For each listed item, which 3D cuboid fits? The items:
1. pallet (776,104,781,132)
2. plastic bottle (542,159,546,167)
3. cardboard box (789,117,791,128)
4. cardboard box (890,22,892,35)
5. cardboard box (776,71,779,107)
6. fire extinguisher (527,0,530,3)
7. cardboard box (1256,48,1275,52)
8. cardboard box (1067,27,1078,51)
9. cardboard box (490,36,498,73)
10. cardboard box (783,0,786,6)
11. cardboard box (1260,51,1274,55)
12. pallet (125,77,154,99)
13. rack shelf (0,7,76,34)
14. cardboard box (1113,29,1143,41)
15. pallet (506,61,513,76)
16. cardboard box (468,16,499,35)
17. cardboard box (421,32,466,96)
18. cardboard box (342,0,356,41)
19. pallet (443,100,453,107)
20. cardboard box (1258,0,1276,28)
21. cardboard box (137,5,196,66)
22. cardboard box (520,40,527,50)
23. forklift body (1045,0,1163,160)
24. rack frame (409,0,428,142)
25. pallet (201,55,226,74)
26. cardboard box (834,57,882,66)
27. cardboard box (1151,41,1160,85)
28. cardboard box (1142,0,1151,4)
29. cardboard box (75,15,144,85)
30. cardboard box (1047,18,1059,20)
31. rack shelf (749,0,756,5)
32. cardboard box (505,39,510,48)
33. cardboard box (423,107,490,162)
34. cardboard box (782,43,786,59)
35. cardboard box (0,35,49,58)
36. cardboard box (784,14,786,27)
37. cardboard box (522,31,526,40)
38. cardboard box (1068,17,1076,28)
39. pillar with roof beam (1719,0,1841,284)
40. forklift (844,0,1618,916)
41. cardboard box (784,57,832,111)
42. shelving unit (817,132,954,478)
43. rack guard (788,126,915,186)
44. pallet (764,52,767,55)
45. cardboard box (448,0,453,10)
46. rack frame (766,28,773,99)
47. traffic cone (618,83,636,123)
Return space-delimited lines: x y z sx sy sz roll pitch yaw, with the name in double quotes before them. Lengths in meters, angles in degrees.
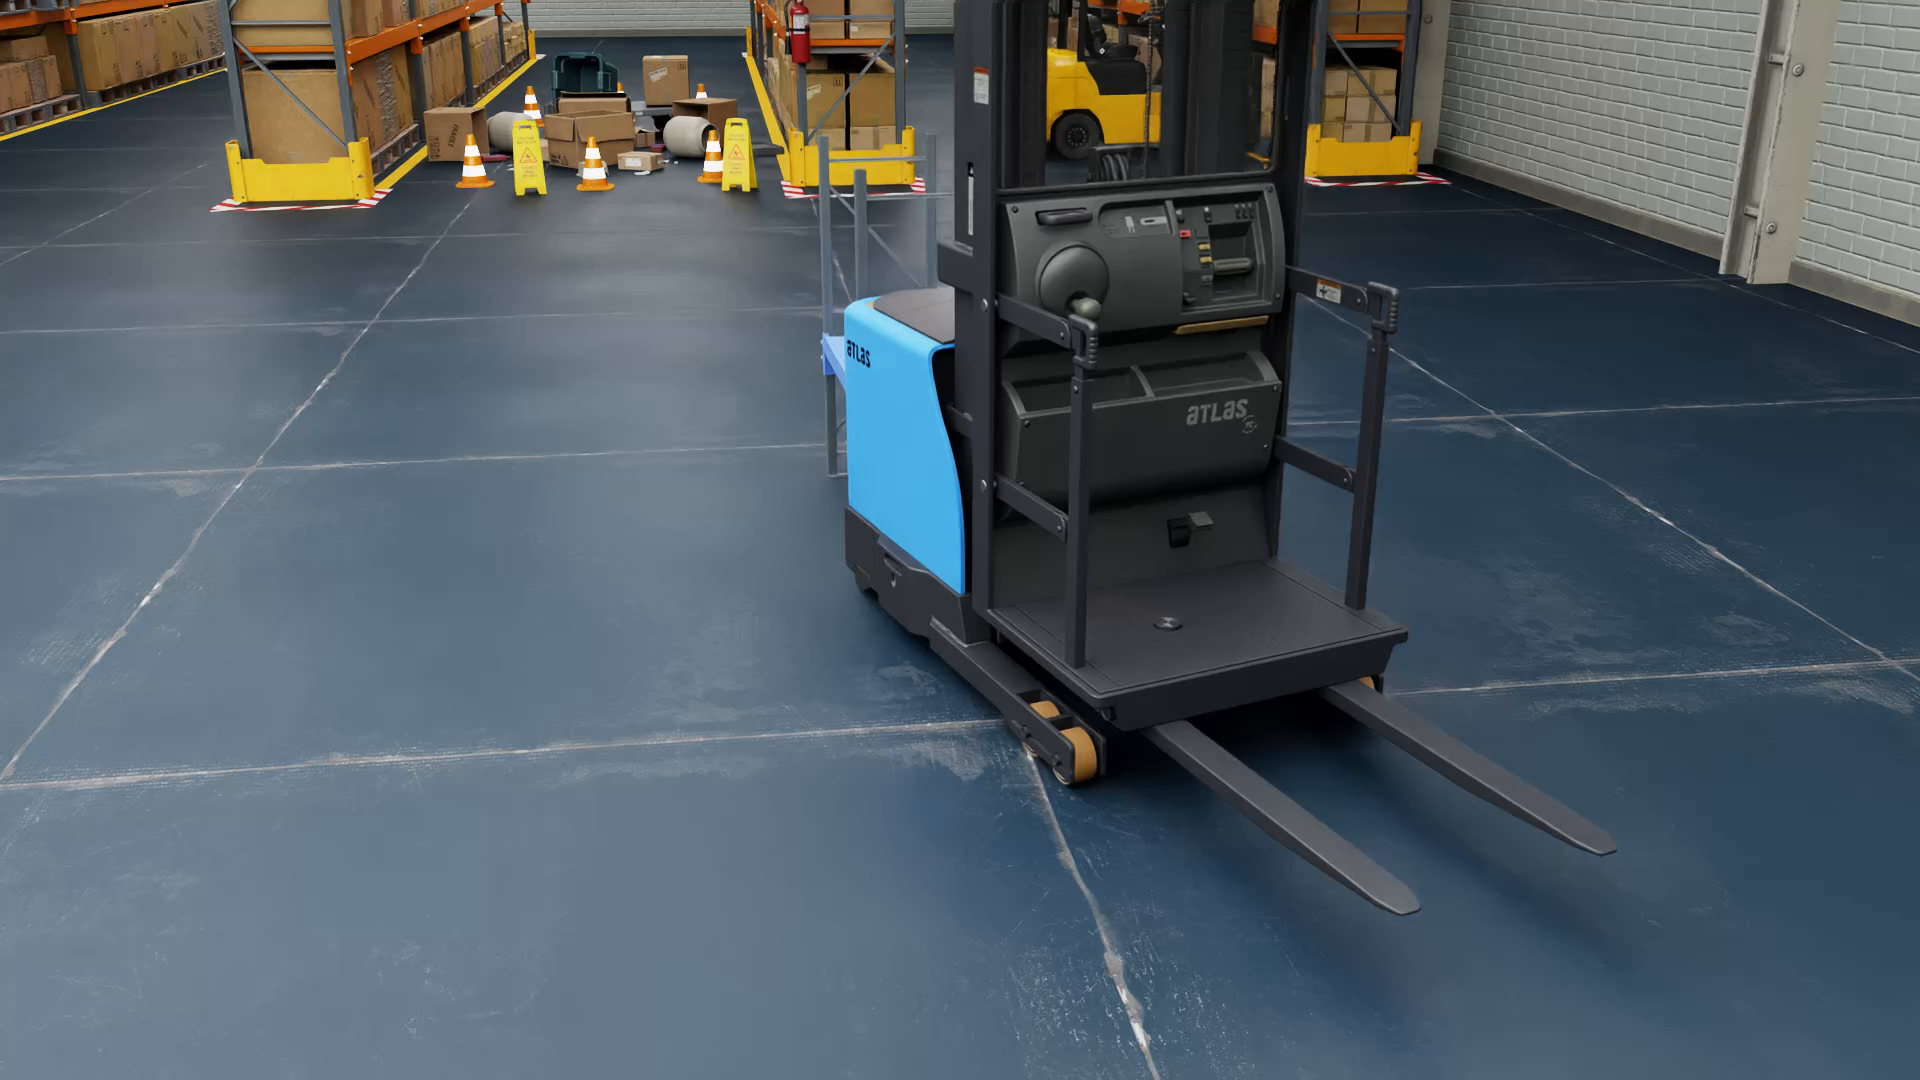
"pallet" -1.701 -5.127 20.143 1.003 0.211 1.213 -3 21 -8
"plastic bottle" -4.317 -3.847 16.929 0.133 0.061 0.283 -11 23 -26
"cardboard box" -1.461 -4.134 16.827 0.500 0.250 0.500 -3 21 -8
"cardboard box" -0.864 -4.972 16.101 0.380 0.149 0.250 -4 21 -9
"cardboard box" -1.773 -5.560 20.471 0.950 0.372 0.625 -2 21 -4
"fire extinguisher" -7.781 -9.934 29.670 0.296 0.674 0.183 -3 21 -8
"cardboard box" 3.674 -5.458 18.942 0.500 0.250 0.500 -3 21 -9
"cardboard box" 2.017 -8.033 26.908 0.500 0.500 0.500 -2 21 -5
"cardboard box" -7.195 -7.254 24.823 0.500 0.500 0.500 -3 21 -9
"cardboard box" -1.498 -5.486 16.551 0.500 0.500 0.500 -3 21 -8
"cardboard box" 3.230 -5.260 18.414 0.500 0.250 0.500 -2 21 -6
"pallet" -12.182 -6.441 23.660 1.003 0.211 1.213 -3 21 -8
"rack shelf" -11.683 -6.020 19.575 1.077 0.370 4.000 -3 21 -8
"cardboard box" 2.425 -7.289 23.989 0.380 0.149 0.250 -4 21 -10
"pallet" -7.757 -7.574 26.693 1.003 0.211 1.213 -3 21 -8
"cardboard box" -7.267 -7.781 25.163 0.500 0.250 0.500 -3 21 -9
"cardboard box" -7.049 -6.192 21.623 1.050 0.750 0.750 -3 21 -8
"cardboard box" -6.094 -4.880 15.281 0.875 0.550 0.550 -3 21 -8
"pallet" -6.836 -5.260 20.497 1.003 0.211 1.213 -3 21 -8
"cardboard box" 3.430 -5.592 17.259 0.500 0.500 0.500 -3 21 -9
"cardboard box" -12.563 -7.868 25.932 0.875 0.875 0.875 -3 21 -8
"cardboard box" -7.782 -8.640 29.036 0.380 0.149 0.250 -2 21 -6
"forklift body" 1.822 -5.198 17.559 2.313 2.155 1.214 -3 21 -8
"rack frame" -6.472 -5.880 18.171 1.000 3.000 0.127 -3 21 -8
"pallet" -12.759 -7.818 27.348 1.003 0.211 1.213 -3 21 -8
"cardboard box" -1.087 -4.880 17.753 0.500 0.500 0.500 -2 21 -5
"cardboard box" 3.023 -6.209 21.848 0.875 0.625 0.625 -4 21 -10
"cardboard box" 2.718 -7.212 21.953 0.500 0.250 0.500 -4 21 -10
"cardboard box" -12.171 -6.800 23.071 1.225 0.875 0.875 -3 21 -8
"cardboard box" 1.650 -8.894 29.214 0.500 0.500 0.500 -3 21 -7
"rack shelf" -3.029 -9.289 28.329 1.077 0.370 4.000 -3 21 -8
"cardboard box" -7.609 -8.147 27.292 0.380 0.149 0.250 -2 21 -5
"cardboard box" -5.232 -4.224 17.307 0.500 0.500 0.500 1 20 2
"cardboard box" -1.694 -5.193 17.663 0.380 0.149 0.250 -2 21 -5
"cardboard box" -11.845 -6.205 20.915 0.500 0.250 0.500 -2 21 -6
"cardboard box" -1.621 -5.392 17.225 0.380 0.149 0.250 -3 21 -8
"cardboard box" -7.843 -8.867 29.218 0.380 0.149 0.250 -3 21 -9
"cardboard box" 1.959 -8.378 26.905 0.380 0.149 0.250 -2 21 -5
"pillar with roof beam" 1.297 -5.833 9.473 9.100 9.000 0.400 -3 21 -8
"forklift" 0.658 -0.838 4.771 1.130 2.935 3.031 -9 22 -24
"cardboard box" -1.608 -4.842 17.651 0.500 0.500 0.500 -2 21 -5
"shelving unit" -0.245 -0.832 6.800 0.538 1.500 1.048 -4 21 -11
"rack guard" -1.022 -3.635 15.733 1.175 0.500 0.348 -3 21 -8
"pallet" -2.952 -8.318 28.686 1.003 0.211 1.213 -3 21 -8
"cardboard box" -6.575 -6.823 20.554 0.500 0.500 0.500 -3 21 -9
"rack frame" -2.164 -7.549 22.641 1.000 3.000 0.127 -3 21 -8
"traffic cone" -4.183 -5.384 20.471 0.336 0.463 0.334 -3 21 -8
